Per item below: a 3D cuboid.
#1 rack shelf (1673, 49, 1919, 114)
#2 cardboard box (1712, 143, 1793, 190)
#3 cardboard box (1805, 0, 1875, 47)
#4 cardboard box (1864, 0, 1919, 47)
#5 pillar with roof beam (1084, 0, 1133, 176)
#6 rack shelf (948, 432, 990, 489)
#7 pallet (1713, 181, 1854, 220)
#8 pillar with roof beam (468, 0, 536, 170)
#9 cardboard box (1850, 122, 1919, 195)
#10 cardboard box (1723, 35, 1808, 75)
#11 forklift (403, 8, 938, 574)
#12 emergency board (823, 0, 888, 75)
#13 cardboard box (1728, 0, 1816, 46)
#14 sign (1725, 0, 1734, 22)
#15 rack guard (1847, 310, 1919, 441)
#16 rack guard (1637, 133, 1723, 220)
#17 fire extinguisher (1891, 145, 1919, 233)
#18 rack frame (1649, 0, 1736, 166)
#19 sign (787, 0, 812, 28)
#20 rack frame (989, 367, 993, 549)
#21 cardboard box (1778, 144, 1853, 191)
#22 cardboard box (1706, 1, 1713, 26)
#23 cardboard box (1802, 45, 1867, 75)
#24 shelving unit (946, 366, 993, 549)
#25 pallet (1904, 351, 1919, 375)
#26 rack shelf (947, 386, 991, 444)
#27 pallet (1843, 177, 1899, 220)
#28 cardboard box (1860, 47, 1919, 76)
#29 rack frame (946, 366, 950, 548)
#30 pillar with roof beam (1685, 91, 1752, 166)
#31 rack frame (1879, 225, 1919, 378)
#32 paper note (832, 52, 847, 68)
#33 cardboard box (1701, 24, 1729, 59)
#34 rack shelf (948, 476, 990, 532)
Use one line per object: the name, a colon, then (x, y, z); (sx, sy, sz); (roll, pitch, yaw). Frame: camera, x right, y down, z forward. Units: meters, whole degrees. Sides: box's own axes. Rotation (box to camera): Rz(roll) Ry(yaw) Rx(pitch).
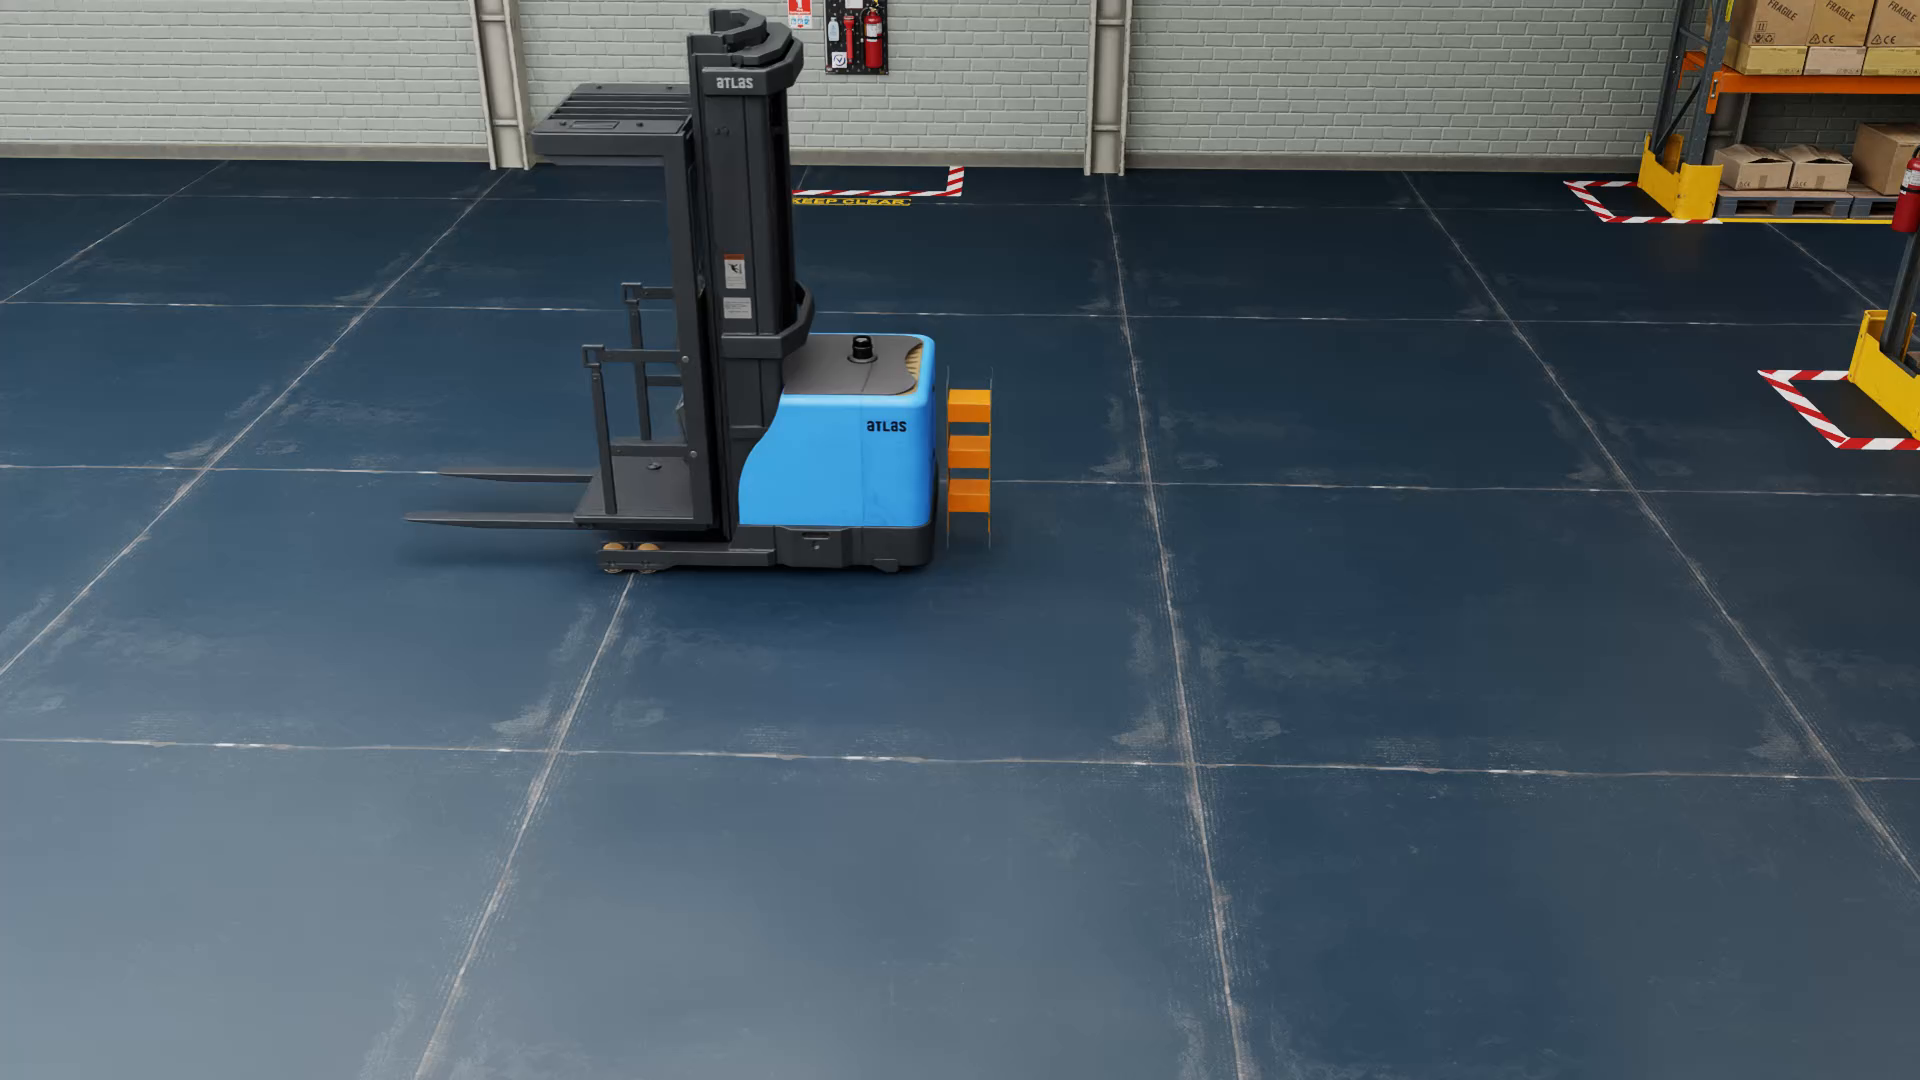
rack shelf: (8.715, -4.200, 15.238); (4.000, 0.370, 1.077); (1, 28, 2)
cardboard box: (7.404, -3.504, 15.558); (0.500, 0.311, 0.500); (-2, 28, -4)
cardboard box: (7.676, -4.663, 14.682); (0.500, 0.500, 0.500); (1, 28, 2)
cardboard box: (8.192, -4.652, 14.661); (0.500, 0.500, 0.500); (0, 28, 0)
pillar with roof beam: (1.298, -5.679, 10.855); (0.400, 9.000, 9.100); (1, 28, 2)
rack shelf: (0.053, -0.454, 9.507); (0.240, 0.259, 0.215); (1, 28, 2)
pallet: (7.603, -3.287, 15.726); (1.213, 0.211, 1.003); (1, 28, 2)
pillar with roof beam: (-4.698, -5.778, 11.042); (0.400, 9.000, 9.100); (1, 28, 2)
cardboard box: (8.705, -3.542, 15.429); (0.500, 0.500, 0.700); (-1, 28, -1)
cardboard box: (7.192, -4.337, 14.867); (0.500, 0.250, 0.500); (0, 28, 0)
forklift: (-1.660, -1.352, 9.172); (3.031, 2.935, 1.130); (1, 28, 2)
emergency board: (-1.018, -5.102, 16.172); (0.643, 1.169, 0.194); (1, 28, 2)
cardboard box: (7.182, -4.676, 14.706); (0.500, 0.500, 0.500); (1, 28, 2)
sign: (6.697, -4.679, 14.450); (0.005, 0.325, 0.100); (1, 28, 2)
rack guard: (6.521, -1.128, 11.344); (0.348, 0.500, 1.175); (1, 28, 2)
rack guard: (6.792, -3.445, 15.715); (0.348, 0.500, 1.175); (1, 28, 2)
fire extinguisher: (6.443, -2.417, 11.190); (0.183, 0.674, 0.296); (1, 28, 2)
rack frame: (6.716, -4.551, 15.132); (0.127, 3.000, 1.000); (1, 28, 2)
sign: (-1.567, -5.175, 16.272); (0.234, 0.329, 0.001); (1, 28, 2)
rack frame: (0.175, -0.461, 9.499); (0.008, 1.050, 0.200); (1, 28, 2)
cardboard box: (7.974, -3.494, 15.540); (0.500, 0.311, 0.500); (3, 28, 6)
cardboard box: (7.195, -4.916, 15.160); (0.500, 0.500, 0.500); (1, 28, 1)
cardboard box: (7.712, -4.335, 14.863); (0.500, 0.250, 0.500); (0, 28, 0)
shelving unit: (0.053, -0.463, 9.502); (0.252, 1.050, 0.215); (1, 28, 2)
pallet: (7.311, -1.007, 11.424); (1.213, 0.211, 1.003); (1, 28, 2)
rack shelf: (0.053, -0.704, 9.374); (0.240, 0.259, 0.215); (1, 28, 2)
pallet: (8.819, -3.266, 15.686); (1.213, 0.211, 1.003); (1, 28, 2)
cardboard box: (8.221, -4.323, 14.842); (0.500, 0.250, 0.500); (1, 28, 1)
rack frame: (-0.068, -0.465, 9.506); (0.008, 1.050, 0.200); (1, 28, 2)
pillar with roof beam: (7.294, -5.580, 10.668); (0.400, 9.000, 9.100); (1, 28, 2)
rack frame: (6.545, -2.232, 10.758); (0.127, 3.000, 1.000); (1, 28, 2)
paper note: (-1.193, -4.748, 16.445); (0.142, 0.148, 0.016); (1, 28, 2)
cardboard box: (7.190, -4.576, 15.319); (0.500, 0.250, 0.500); (1, 28, 3)
rack shelf: (0.053, -0.208, 9.638); (0.240, 0.259, 0.215); (1, 28, 2)
